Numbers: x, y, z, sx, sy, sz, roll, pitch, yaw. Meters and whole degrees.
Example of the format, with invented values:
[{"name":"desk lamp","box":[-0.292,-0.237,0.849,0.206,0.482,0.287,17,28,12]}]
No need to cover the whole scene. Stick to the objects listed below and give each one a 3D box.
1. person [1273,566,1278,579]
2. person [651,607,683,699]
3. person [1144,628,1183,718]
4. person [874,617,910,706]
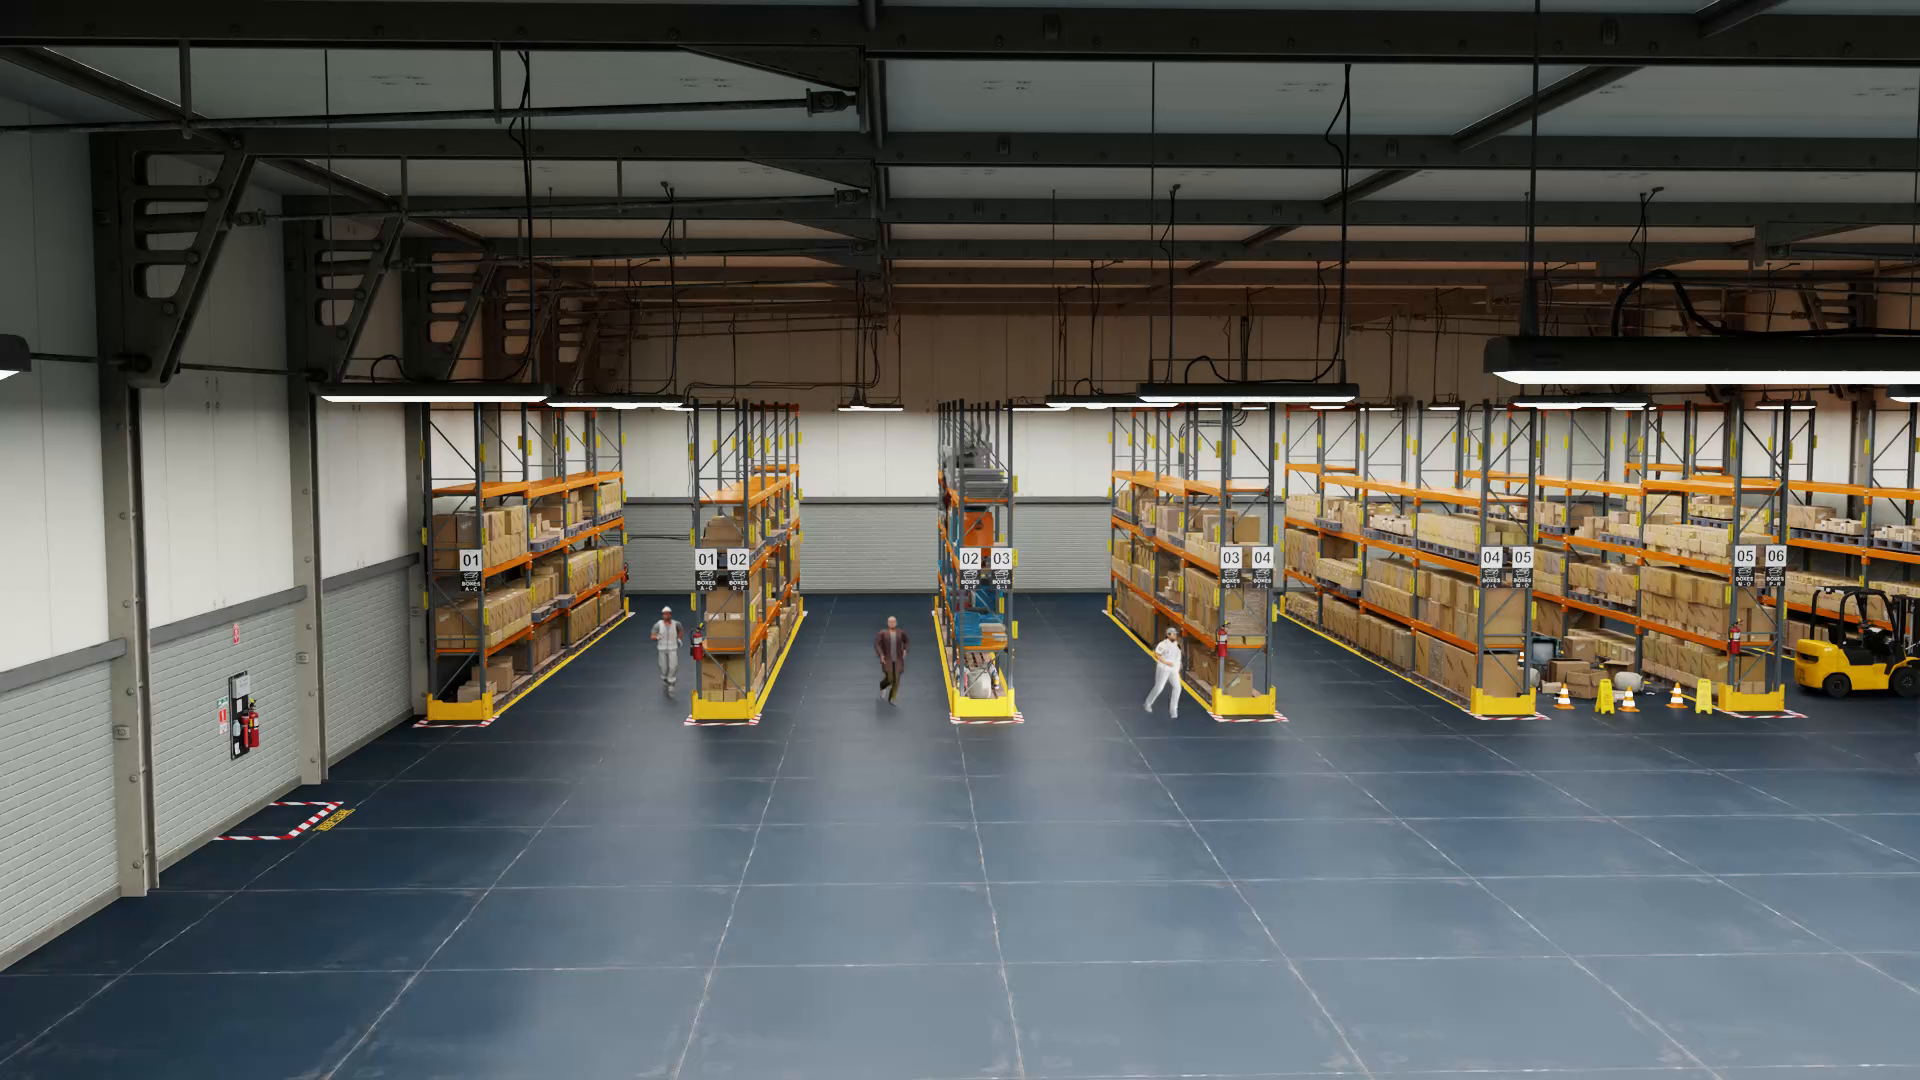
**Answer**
[{"name":"person","box":[8.868,1.233,48.428,0.573,1.615,0.640,-2,5,-27]},{"name":"person","box":[-5.911,2.249,33.570,0.644,1.806,0.915,-1,4,-9]},{"name":"person","box":[3.961,2.510,31.627,0.694,1.691,0.810,-3,5,-30]},{"name":"person","box":[-1.323,2.373,32.758,0.705,1.750,0.687,-1,4,-13]}]
